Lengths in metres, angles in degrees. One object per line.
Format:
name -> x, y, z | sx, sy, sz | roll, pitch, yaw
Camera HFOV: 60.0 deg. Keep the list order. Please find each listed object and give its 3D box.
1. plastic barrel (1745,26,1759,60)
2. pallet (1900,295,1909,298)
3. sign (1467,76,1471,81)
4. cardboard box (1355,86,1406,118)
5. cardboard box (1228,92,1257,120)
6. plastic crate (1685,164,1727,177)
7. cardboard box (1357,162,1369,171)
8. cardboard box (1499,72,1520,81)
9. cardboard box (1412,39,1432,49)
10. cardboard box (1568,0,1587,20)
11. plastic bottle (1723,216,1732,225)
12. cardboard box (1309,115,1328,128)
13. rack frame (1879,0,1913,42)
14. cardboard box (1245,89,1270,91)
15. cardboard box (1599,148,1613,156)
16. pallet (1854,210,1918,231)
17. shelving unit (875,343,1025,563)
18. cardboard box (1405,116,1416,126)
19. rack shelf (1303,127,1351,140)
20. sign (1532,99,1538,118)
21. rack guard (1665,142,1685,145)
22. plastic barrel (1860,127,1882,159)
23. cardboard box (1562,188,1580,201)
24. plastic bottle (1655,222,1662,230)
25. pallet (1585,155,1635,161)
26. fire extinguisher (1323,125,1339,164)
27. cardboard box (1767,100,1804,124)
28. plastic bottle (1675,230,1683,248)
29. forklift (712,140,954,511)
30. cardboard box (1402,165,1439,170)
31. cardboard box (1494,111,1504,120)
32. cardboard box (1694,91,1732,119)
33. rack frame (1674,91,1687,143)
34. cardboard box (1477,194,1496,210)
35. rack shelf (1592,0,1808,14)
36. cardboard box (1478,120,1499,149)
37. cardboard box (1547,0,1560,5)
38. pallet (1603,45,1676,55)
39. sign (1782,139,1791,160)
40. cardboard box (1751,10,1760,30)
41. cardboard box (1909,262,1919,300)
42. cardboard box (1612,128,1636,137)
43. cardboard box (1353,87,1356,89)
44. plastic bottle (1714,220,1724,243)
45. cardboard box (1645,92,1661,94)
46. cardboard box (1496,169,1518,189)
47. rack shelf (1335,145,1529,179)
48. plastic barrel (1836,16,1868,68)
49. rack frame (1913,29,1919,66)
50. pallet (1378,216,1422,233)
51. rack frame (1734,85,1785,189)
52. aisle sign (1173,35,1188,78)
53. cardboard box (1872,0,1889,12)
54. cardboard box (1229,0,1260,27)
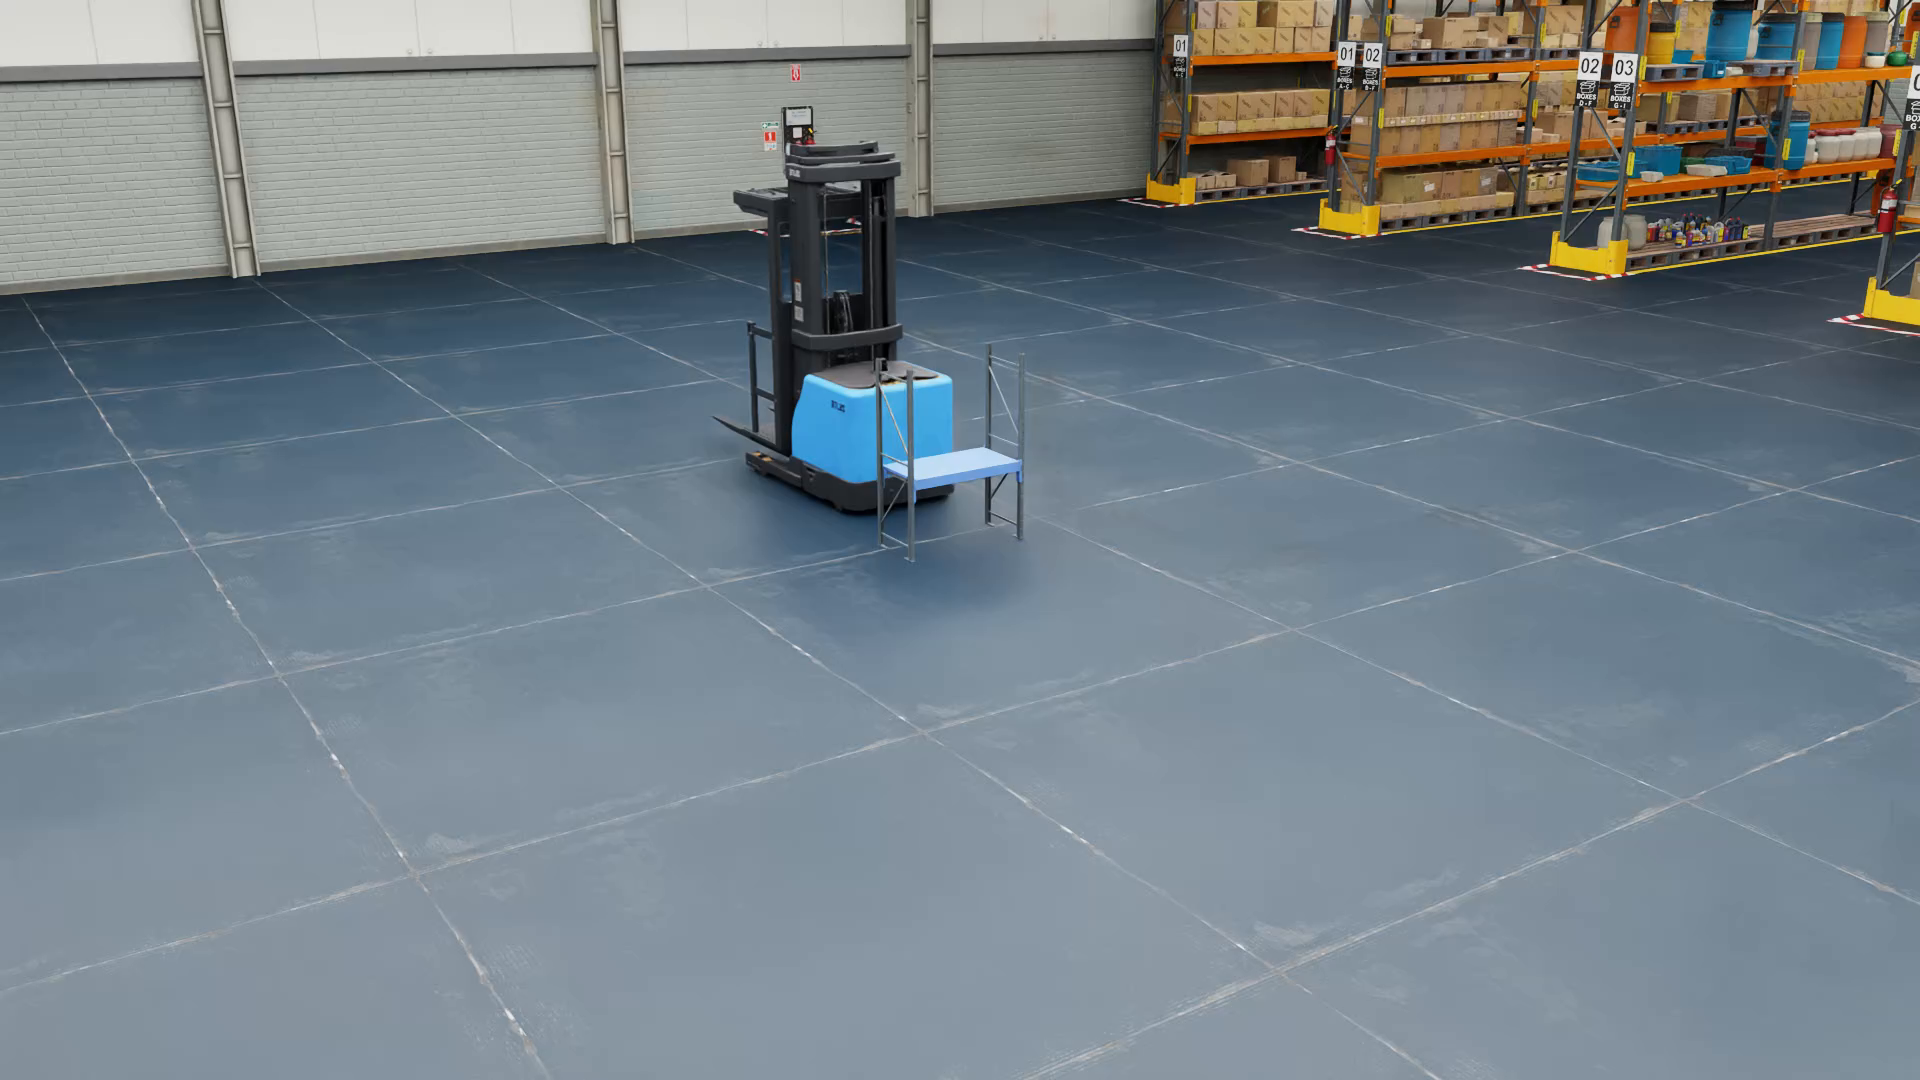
plastic barrel -> 12.482, -7.928, 26.499 | 0.421, 0.512, 0.421 | 0, 19, 0
pallet -> 13.094, -3.075, 22.012 | 1.213, 0.211, 1.003 | -12, 22, -31
sign -> 11.148, -10.001, 36.458 | 0.005, 0.325, 0.100 | -12, 22, -31
cardboard box -> 7.329, -7.650, 29.007 | 0.500, 0.500, 0.700 | -12, 22, -31
cardboard box -> 5.577, -8.695, 33.313 | 0.500, 0.500, 0.500 | -13, 22, -33
plastic crate -> 11.733, -5.800, 26.129 | 0.437, 0.136, 0.530 | -12, 22, -31
cardboard box -> 8.510, -8.191, 36.007 | 0.500, 0.500, 0.700 | -12, 22, -32
cardboard box -> 12.226, -10.381, 37.445 | 0.500, 0.250, 0.500 | -12, 22, -31
cardboard box -> 7.967, -8.627, 28.914 | 0.250, 0.149, 0.380 | -12, 22, -31
cardboard box -> 14.637, -12.475, 39.028 | 0.500, 0.500, 0.500 | -12, 22, -32
plastic bottle -> 12.491, -5.080, 27.037 | 0.185, 0.351, 0.144 | -12, 22, -31
cardboard box -> 7.272, -8.703, 34.506 | 0.500, 0.250, 0.500 | -12, 22, -31
rack frame -> 16.290, -9.825, 28.256 | 0.127, 3.000, 1.000 | -12, 22, -31
cardboard box -> 6.140, -9.019, 34.271 | 0.500, 0.500, 0.500 | -11, 22, -30
cardboard box -> 15.285, -9.544, 40.040 | 0.500, 0.500, 0.700 | -12, 22, -32
pallet -> 16.926, -5.812, 30.108 | 1.213, 0.211, 1.003 | -12, 22, -31
shelving unit -> -0.071, -0.695, 12.960 | 1.048, 1.500, 0.538 | -12, 22, -31
cardboard box -> 7.762, -7.357, 29.153 | 0.250, 0.149, 0.380 | -12, 22, -31
rack shelf -> 9.171, -8.940, 36.129 | 4.000, 0.370, 1.077 | -12, 22, -31
sign -> 10.535, -7.904, 30.465 | 0.005, 0.325, 0.100 | -12, 22, -31
rack guard -> 17.543, -9.862, 41.636 | 0.348, 0.500, 1.175 | -12, 22, -31
plastic barrel -> 15.548, -6.798, 28.494 | 0.421, 0.512, 0.421 | 0, 19, 0
cardboard box -> 11.560, -6.687, 31.979 | 0.500, 0.250, 0.500 | -13, 22, -33
plastic bottle -> 11.243, -4.995, 26.901 | 0.135, 0.276, 0.152 | -13, 22, -33
pallet -> 15.880, -9.346, 40.560 | 1.213, 0.211, 1.003 | -12, 22, -31
fire extinguisher -> 6.533, -6.966, 29.288 | 0.183, 0.674, 0.296 | -12, 22, -31
cardboard box -> 17.485, -9.078, 35.256 | 0.500, 0.500, 0.500 | -11, 22, -30
plastic bottle -> 11.294, -4.726, 26.114 | 0.097, 0.271, 0.097 | 0, 19, 0
forklift -> -1.285, -2.043, 14.711 | 1.130, 2.935, 3.031 | -12, 22, -32
cardboard box -> 8.417, -6.593, 30.530 | 0.500, 0.500, 0.500 | -12, 22, -31
cardboard box -> 9.694, -7.764, 30.357 | 0.250, 0.149, 0.380 | -13, 22, -33
cardboard box -> 15.468, -8.932, 34.170 | 0.700, 0.500, 0.500 | 16, 24, 39
rack frame -> 17.523, -11.042, 41.224 | 0.127, 3.000, 1.000 | -12, 22, -31
cardboard box -> 9.538, -6.275, 30.760 | 0.500, 0.250, 0.500 | -12, 22, -31
rack shelf -> 11.279, -8.238, 25.310 | 4.000, 0.370, 1.077 | -12, 22, -31
cardboard box -> 9.424, -7.477, 30.522 | 0.500, 0.500, 0.700 | -12, 22, -32
cardboard box -> 13.375, -12.250, 38.098 | 0.500, 0.250, 0.500 | -10, 21, -28
pallet -> 13.051, -9.497, 32.264 | 1.003, 0.211, 1.213 | -11, 21, -29
sign -> 13.243, -6.261, 26.648 | 0.005, 0.325, 0.100 | -12, 22, -31
cardboard box -> 15.903, -10.535, 34.072 | 0.600, 0.600, 0.600 | -12, 22, -32
cardboard box -> 12.863, -3.370, 21.776 | 0.500, 0.500, 0.500 | -8, 20, -21
cardboard box -> 12.970, -7.957, 32.491 | 0.250, 0.149, 0.380 | -12, 22, -31
cardboard box -> 8.415, -9.361, 35.409 | 0.500, 0.500, 0.700 | -9, 21, -26
plastic bottle -> 12.140, -4.951, 26.655 | 0.185, 0.351, 0.144 | -12, 22, -32
cardboard box -> 16.501, -10.961, 40.514 | 0.700, 0.700, 0.980 | -12, 22, -32
cardboard box -> 10.409, -6.914, 31.775 | 0.500, 0.311, 0.500 | -12, 22, -31
rack shelf -> 8.558, -6.911, 30.127 | 4.000, 0.370, 1.077 | -12, 22, -31
plastic barrel -> 14.939, -8.406, 28.071 | 0.708, 0.830, 0.600 | -12, 22, -31
rack frame -> 12.333, -7.091, 20.170 | 0.127, 3.000, 1.000 | -12, 22, -31
pallet -> 7.503, -5.725, 29.848 | 1.213, 0.211, 1.003 | -12, 22, -31
rack frame -> 16.910, -9.013, 35.222 | 0.127, 3.000, 1.000 | -12, 22, -31
aisle sign -> 4.265, -9.363, 32.196 | 0.004, 0.787, 0.394 | -12, 22, -31
cardboard box -> 19.830, -11.565, 36.369 | 0.500, 0.500, 0.700 | -12, 22, -31
cardboard box -> 5.674, -10.588, 33.448 | 0.500, 0.500, 0.500 | -12, 22, -31
